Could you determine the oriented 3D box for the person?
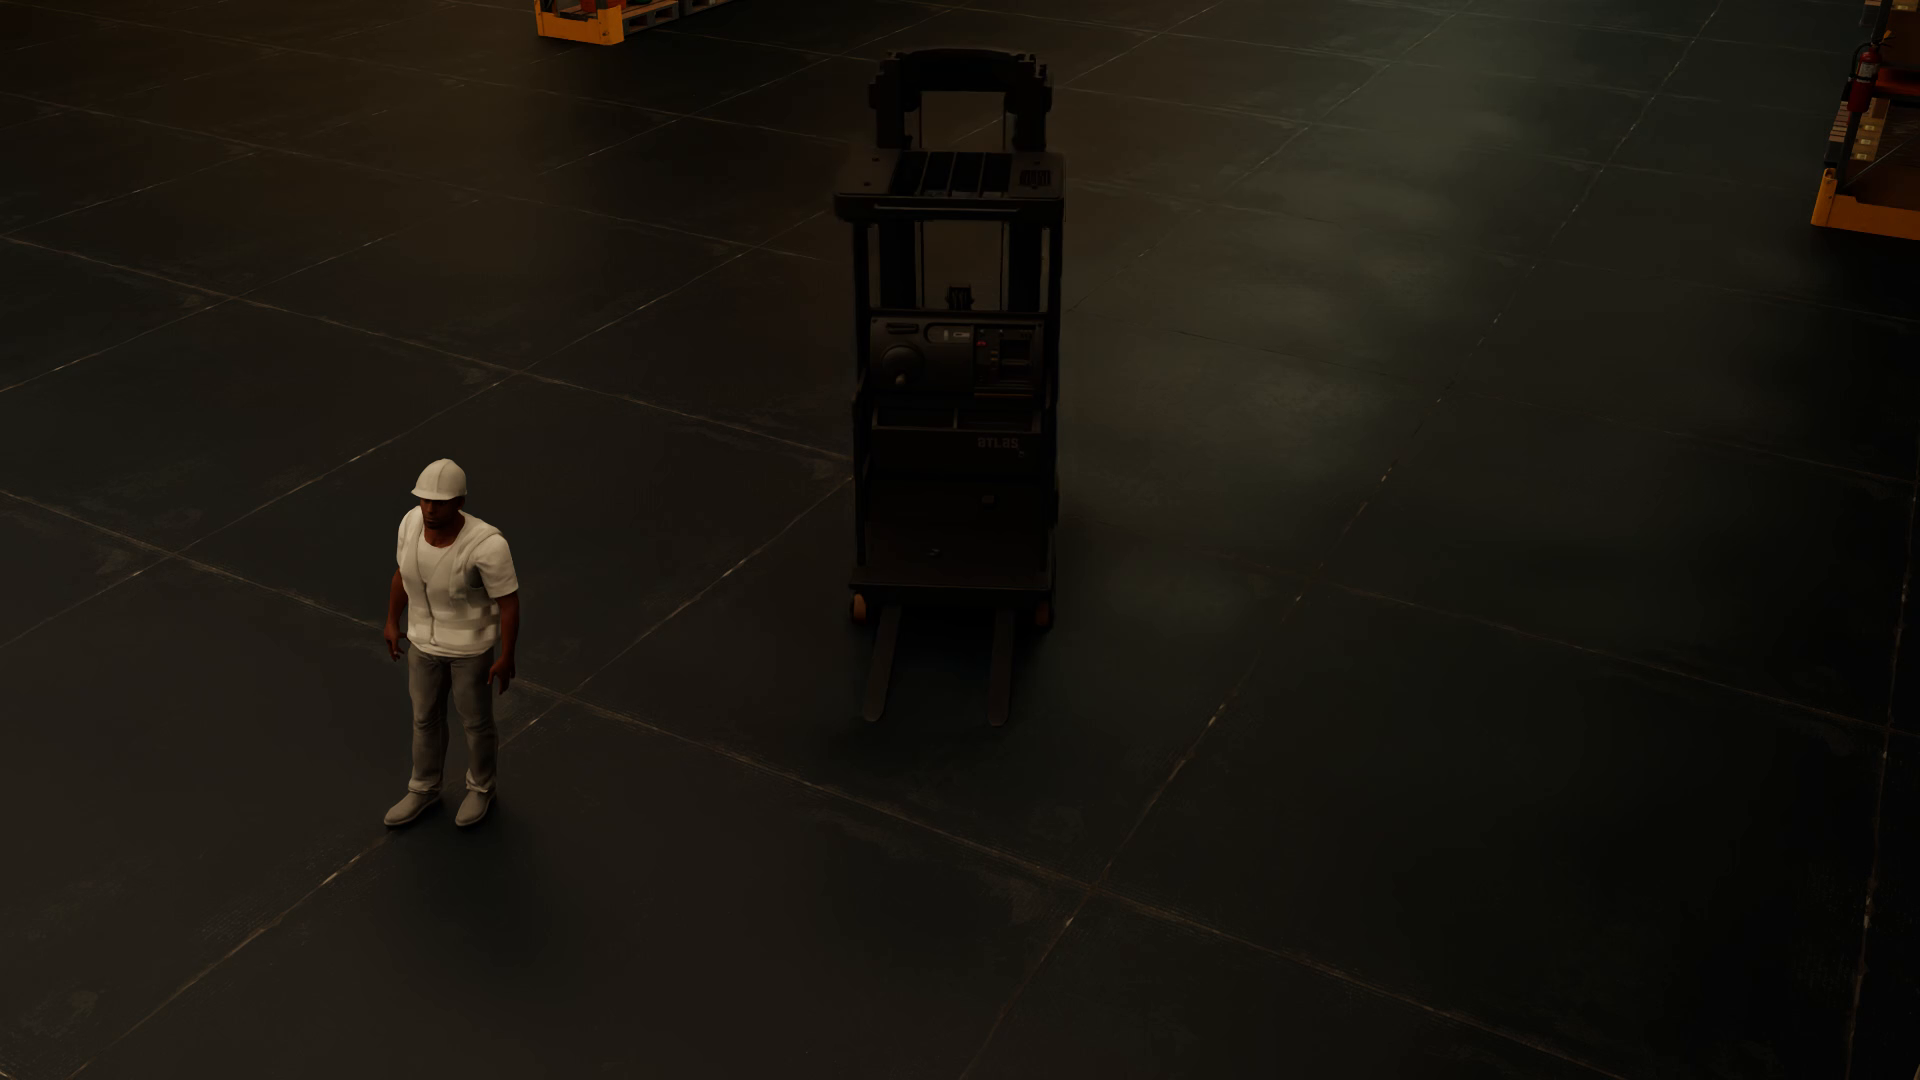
[{"bbox_3d":[-2.291,0.486,7.380,0.666,1.766,0.577,11,32,18],"label":"person"}]

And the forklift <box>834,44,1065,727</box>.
[{"bbox_3d":[-0.028,-0.947,8.712,1.130,2.935,3.031,2,30,3],"label":"forklift"}]
